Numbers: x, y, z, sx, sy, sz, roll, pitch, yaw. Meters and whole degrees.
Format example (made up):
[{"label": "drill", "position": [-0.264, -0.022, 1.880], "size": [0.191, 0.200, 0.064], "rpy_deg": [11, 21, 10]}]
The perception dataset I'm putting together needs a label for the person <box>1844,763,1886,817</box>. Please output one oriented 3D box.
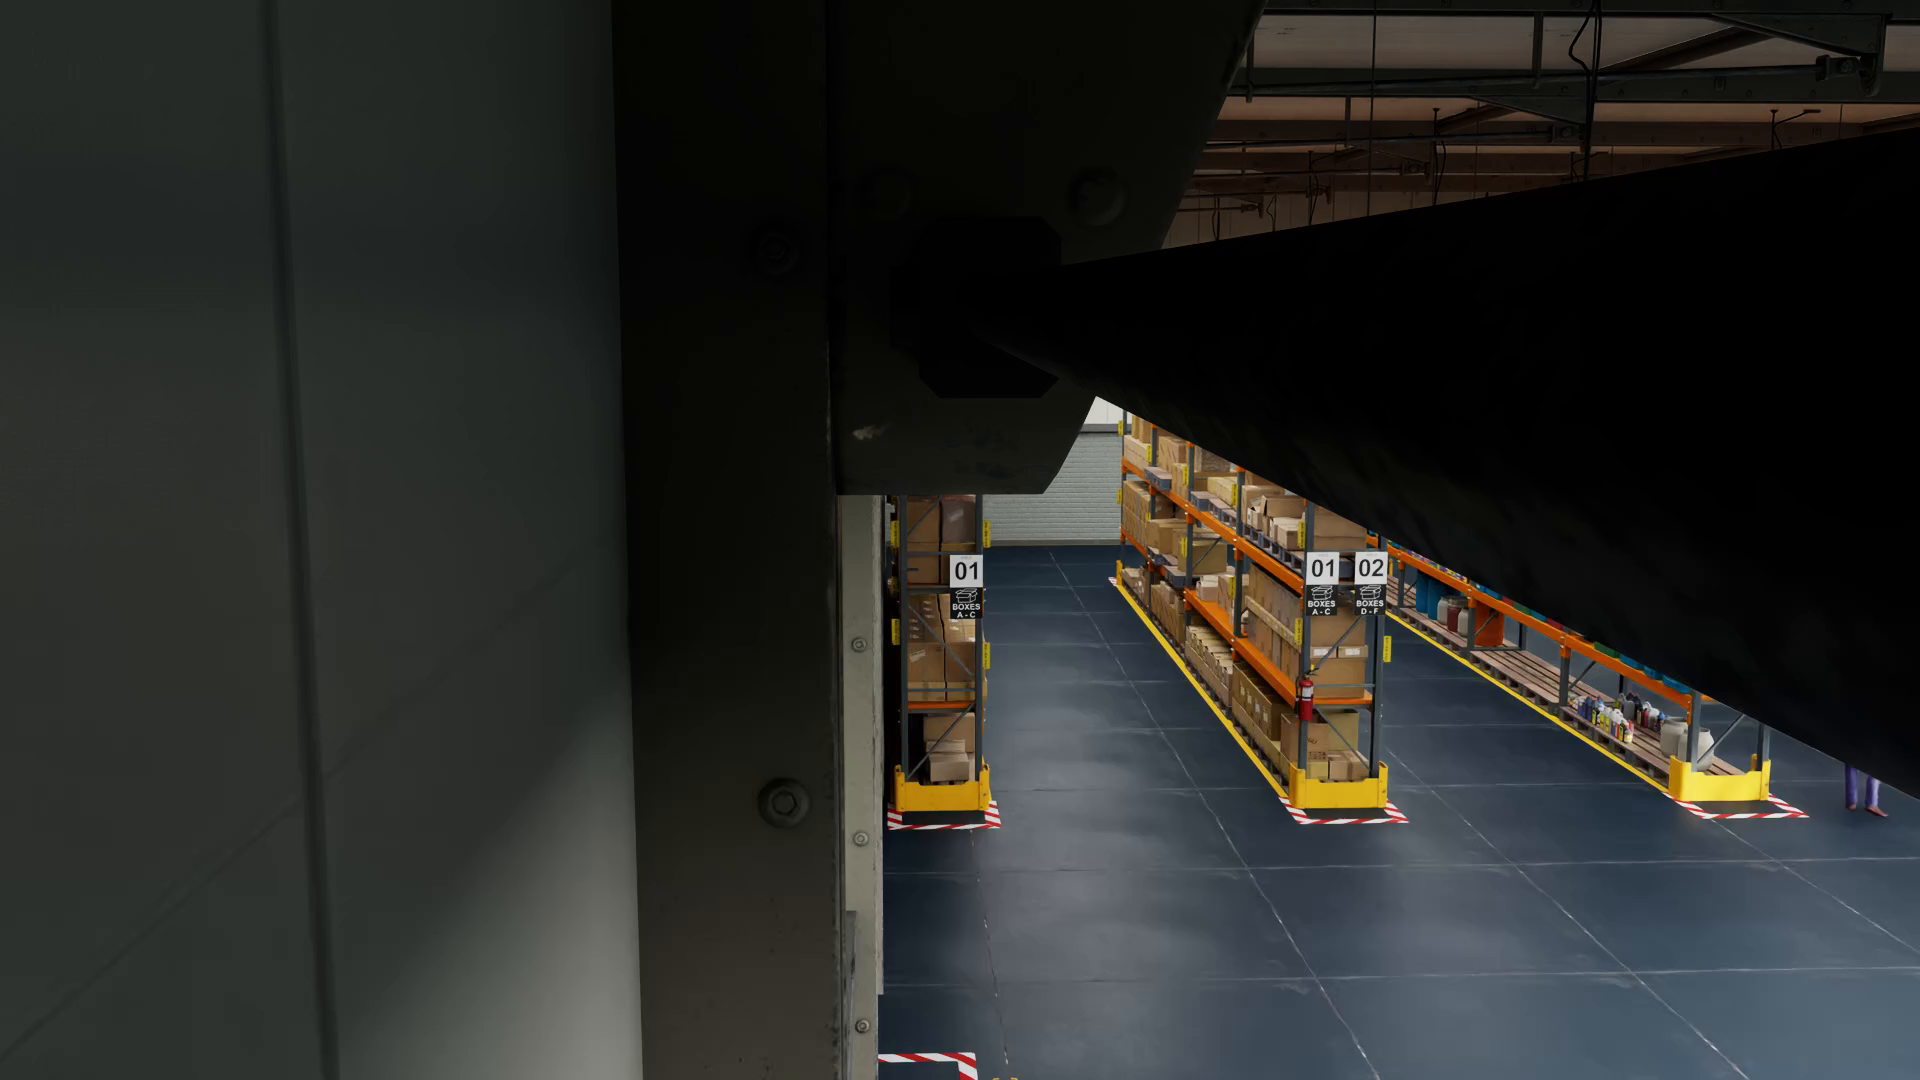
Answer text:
[{"label": "person", "position": [11.118, 2.542, 20.439], "size": [0.604, 1.682, 0.466], "rpy_deg": [6, 10, 35]}]
